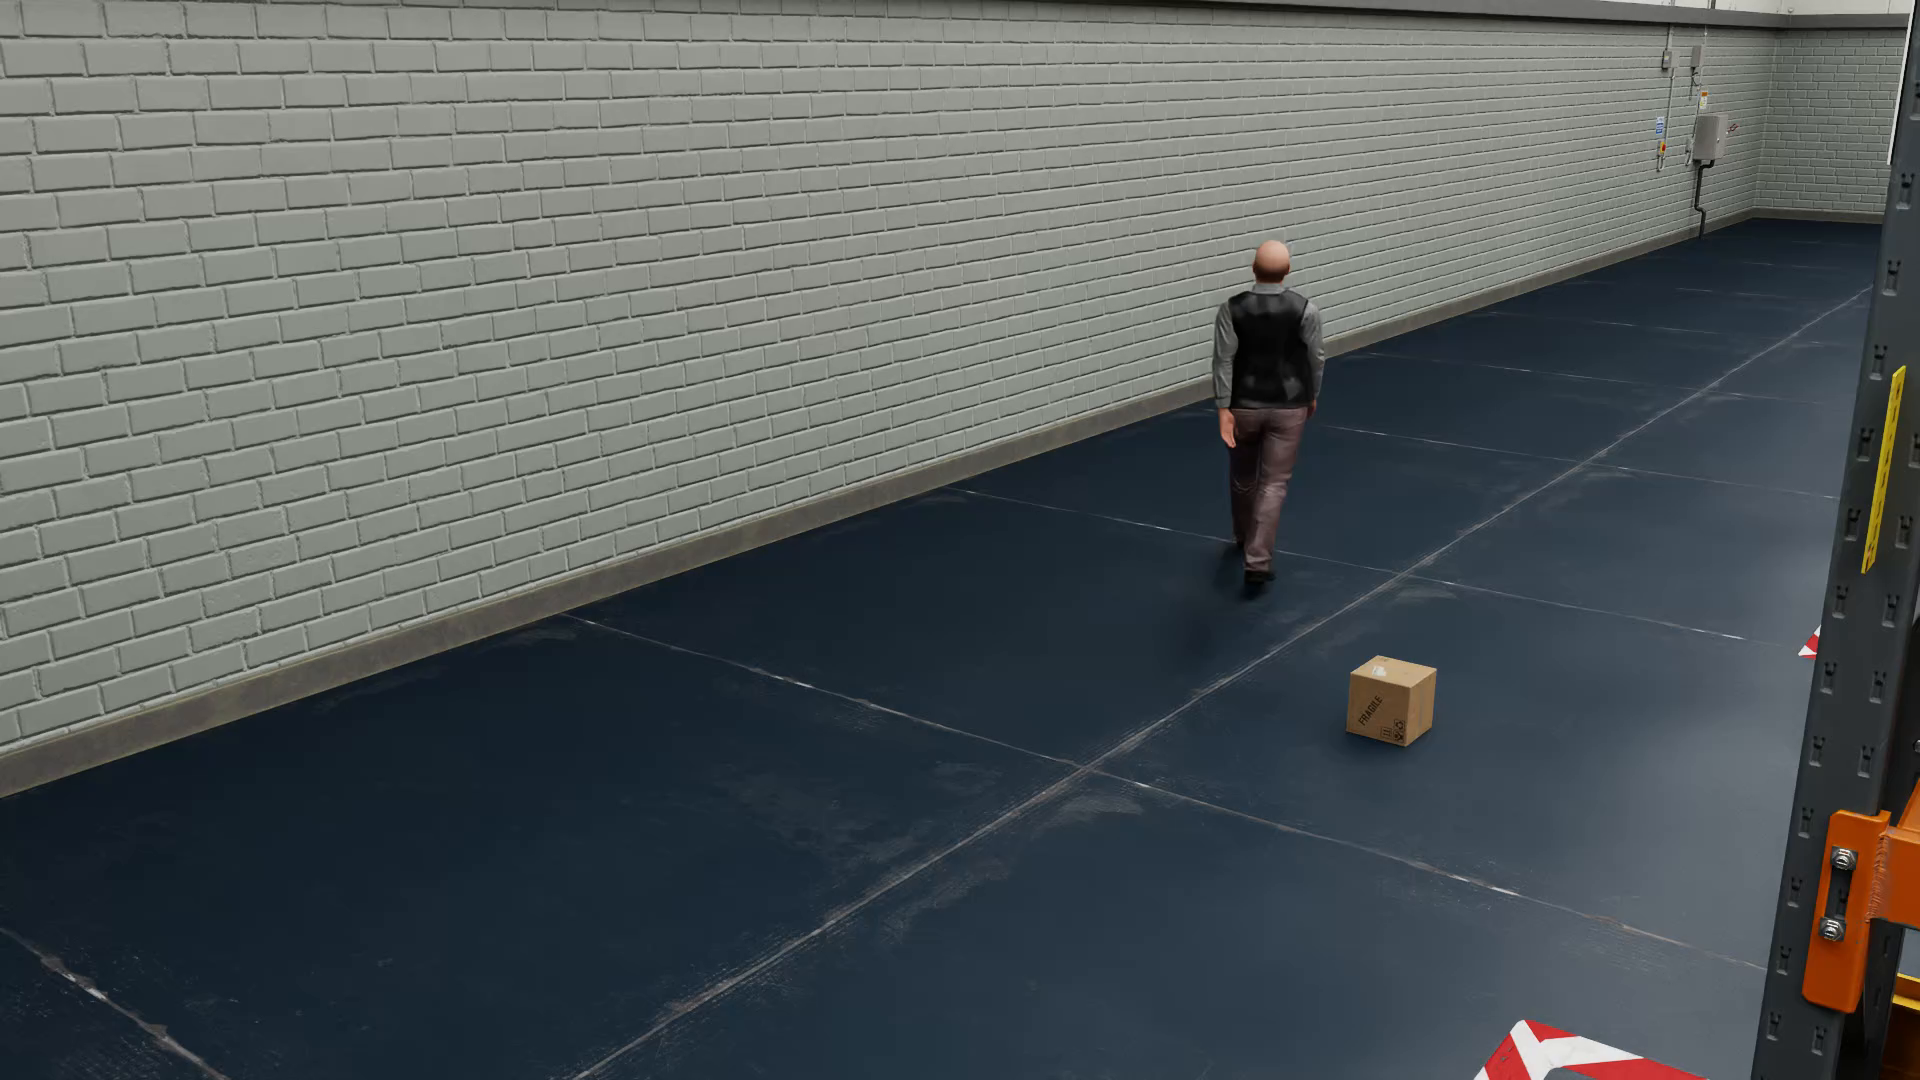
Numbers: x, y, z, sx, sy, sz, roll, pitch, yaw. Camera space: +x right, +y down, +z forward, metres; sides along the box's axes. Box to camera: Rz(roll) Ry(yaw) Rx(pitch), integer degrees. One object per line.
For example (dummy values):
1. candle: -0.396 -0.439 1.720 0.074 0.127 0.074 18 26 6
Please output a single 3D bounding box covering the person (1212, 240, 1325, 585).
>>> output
1. person: 1.549 -0.672 8.356 0.533 1.667 1.040 5 17 17
